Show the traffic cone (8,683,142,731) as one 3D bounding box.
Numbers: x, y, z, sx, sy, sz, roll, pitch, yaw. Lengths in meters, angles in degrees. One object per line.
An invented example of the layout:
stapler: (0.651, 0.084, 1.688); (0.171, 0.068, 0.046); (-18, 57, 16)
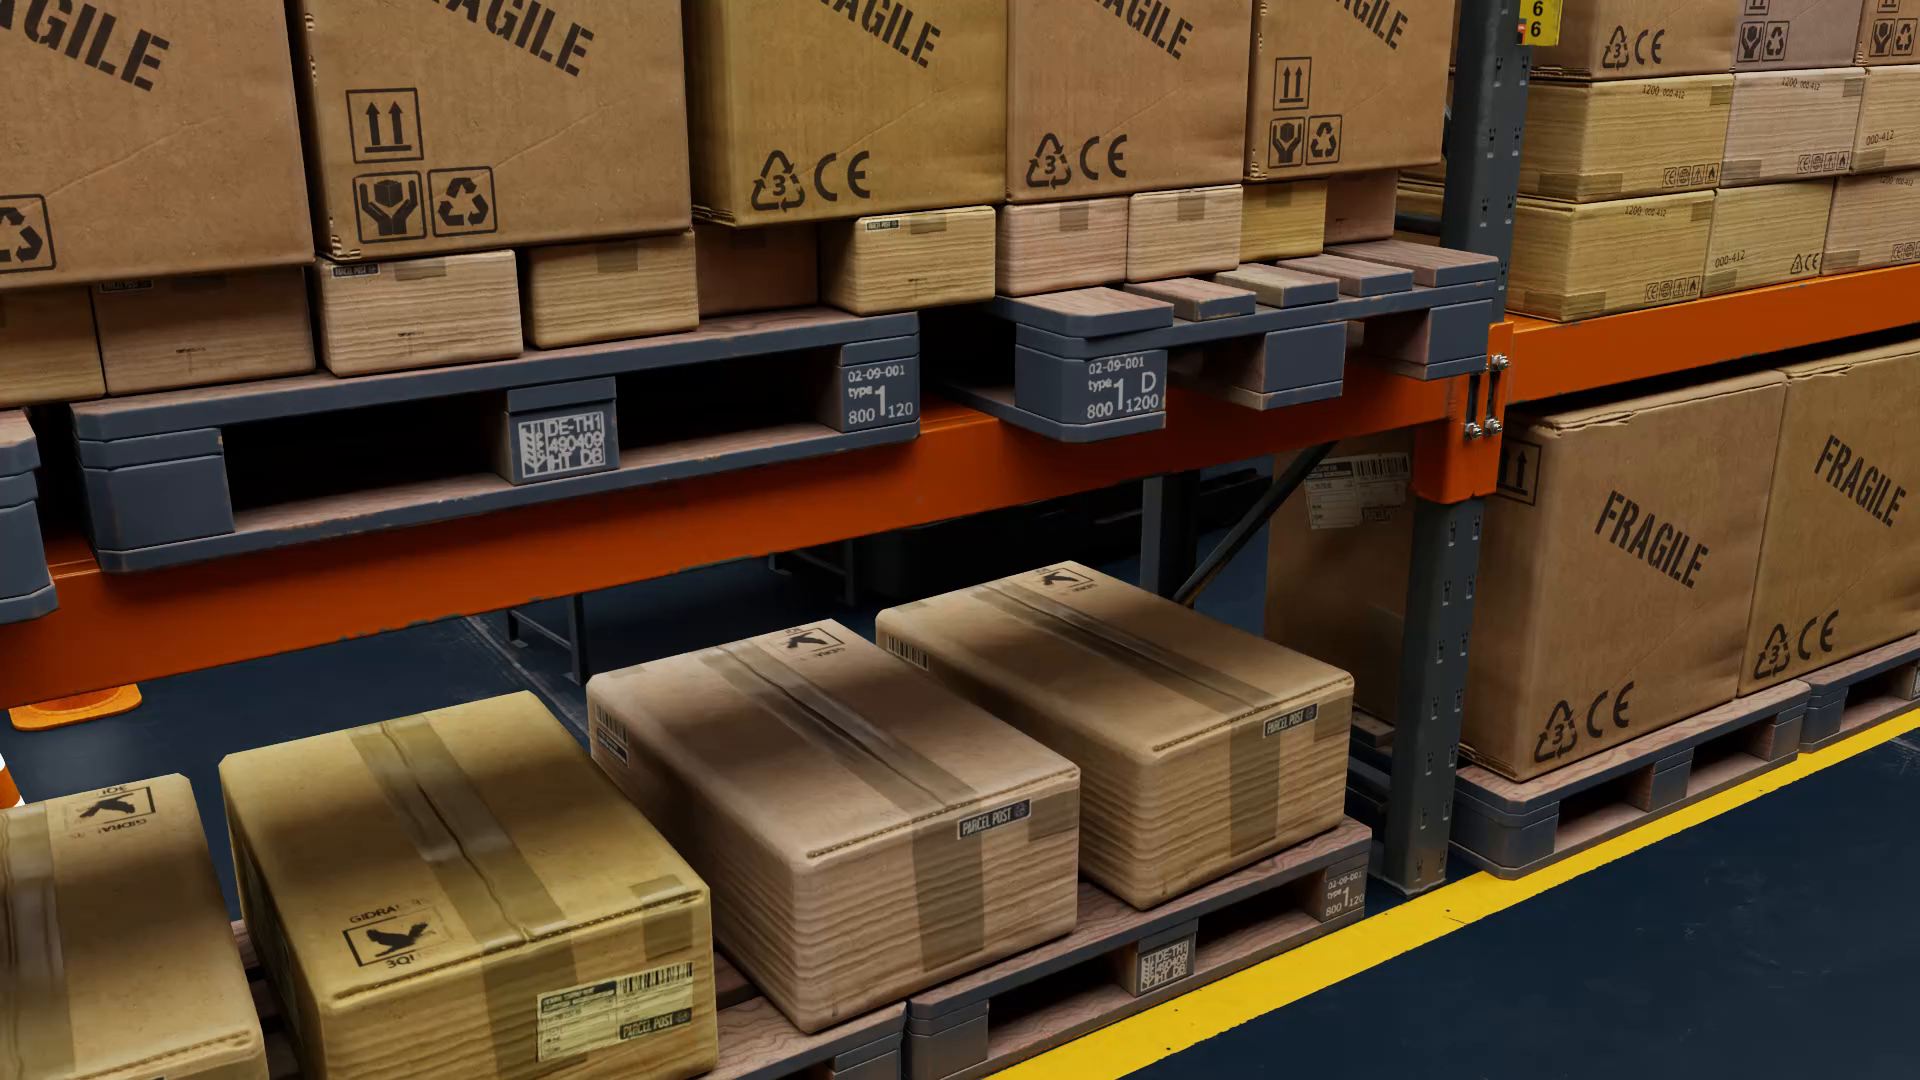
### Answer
traffic cone: (-2.579, 0.254, 4.771); (0.334, 0.463, 0.336); (-12, 22, -31)

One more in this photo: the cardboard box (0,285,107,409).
cardboard box: (-1.256, -0.275, 2.112); (0.250, 0.149, 0.380); (-12, 22, -31)

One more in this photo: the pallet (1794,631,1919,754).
pallet: (2.521, 0.248, 5.183); (1.213, 0.211, 1.003); (-12, 22, -31)

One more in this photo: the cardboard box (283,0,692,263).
cardboard box: (-0.726, -0.695, 2.340); (0.500, 0.500, 0.500); (-13, 23, -34)

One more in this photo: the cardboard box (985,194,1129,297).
cardboard box: (0.075, -0.535, 2.881); (0.250, 0.149, 0.380); (-13, 23, -34)

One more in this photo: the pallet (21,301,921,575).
pallet: (-0.827, -0.291, 2.720); (1.213, 0.211, 1.003); (-12, 22, -31)

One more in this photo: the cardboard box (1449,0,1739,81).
cardboard box: (1.350, -1.284, 3.640); (0.500, 0.500, 0.500); (-13, 22, -33)

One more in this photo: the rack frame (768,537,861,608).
rack frame: (-0.508, -0.547, 5.521); (0.032, 1.500, 0.500); (-15, 24, -38)

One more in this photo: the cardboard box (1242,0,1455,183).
cardboard box: (0.577, -0.974, 3.165); (0.500, 0.500, 0.500); (-13, 22, -33)

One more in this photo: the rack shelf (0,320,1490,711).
rack shelf: (-0.867, -0.048, 2.826); (4.000, 0.370, 1.077); (-12, 22, -31)

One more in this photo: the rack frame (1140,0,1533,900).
rack frame: (0.803, -0.741, 3.753); (0.127, 3.000, 1.000); (-12, 22, -31)

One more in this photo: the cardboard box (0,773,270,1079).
cardboard box: (-1.502, 0.789, 2.675); (0.625, 0.372, 0.950); (-10, 21, -28)

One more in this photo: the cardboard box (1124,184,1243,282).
cardboard box: (0.289, -0.577, 3.006); (0.250, 0.149, 0.380); (-12, 22, -32)

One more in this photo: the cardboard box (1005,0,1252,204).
cardboard box: (0.151, -0.880, 2.887); (0.500, 0.500, 0.500); (-12, 22, -32)

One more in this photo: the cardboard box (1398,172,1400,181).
cardboard box: (1.068, -1.060, 4.150); (0.500, 0.250, 0.500); (-12, 22, -32)

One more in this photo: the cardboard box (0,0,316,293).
cardboard box: (-1.150, -0.601, 2.064); (0.500, 0.500, 0.500); (-12, 22, -32)

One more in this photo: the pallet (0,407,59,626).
pallet: (-1.819, -0.041, 1.983); (1.213, 0.211, 1.003); (-12, 22, -31)

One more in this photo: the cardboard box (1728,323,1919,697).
cardboard box: (2.173, -0.189, 4.782); (0.875, 0.875, 0.875); (-12, 22, -31)

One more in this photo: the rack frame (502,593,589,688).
rack frame: (-1.278, -0.334, 4.892); (0.032, 1.500, 0.500); (-15, 24, -38)

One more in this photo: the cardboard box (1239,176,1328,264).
cardboard box: (0.475, -0.634, 3.172); (0.250, 0.149, 0.380); (-12, 22, -31)

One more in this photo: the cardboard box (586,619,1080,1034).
cardboard box: (-0.286, 0.534, 3.429); (0.625, 0.372, 0.950); (-12, 22, -32)

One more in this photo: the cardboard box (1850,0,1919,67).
cardboard box: (2.199, -1.460, 4.164); (0.500, 0.500, 0.500); (-11, 22, -30)

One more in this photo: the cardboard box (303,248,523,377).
cardboard box: (-0.798, -0.351, 2.337); (0.250, 0.149, 0.380); (-11, 22, -29)

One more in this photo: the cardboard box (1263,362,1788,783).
cardboard box: (1.426, -0.033, 4.320); (0.875, 0.875, 0.875); (-12, 22, -32)

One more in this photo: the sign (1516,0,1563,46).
sign: (1.110, -1.109, 3.156); (0.005, 0.325, 0.100); (-12, 22, -31)

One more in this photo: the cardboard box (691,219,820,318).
cardboard box: (-0.427, -0.472, 2.695); (0.250, 0.149, 0.380); (-12, 22, -31)

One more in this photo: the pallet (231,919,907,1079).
pallet: (-0.868, 0.931, 3.162); (1.213, 0.211, 1.003); (-12, 22, -31)

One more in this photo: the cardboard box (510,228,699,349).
cardboard box: (-0.591, -0.406, 2.499); (0.250, 0.149, 0.380); (-13, 22, -33)

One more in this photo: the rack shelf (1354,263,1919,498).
rack shelf: (2.474, -0.753, 4.910); (4.000, 0.370, 1.077); (-12, 22, -31)

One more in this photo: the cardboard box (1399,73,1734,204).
cardboard box: (1.362, -0.930, 3.766); (0.500, 0.250, 0.500); (-12, 22, -32)

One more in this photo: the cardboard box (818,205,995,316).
cardboard box: (-0.148, -0.483, 2.726); (0.250, 0.149, 0.380); (-11, 22, -30)

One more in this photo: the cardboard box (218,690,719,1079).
cardboard box: (-0.922, 0.666, 3.039); (0.625, 0.372, 0.950); (-11, 22, -30)

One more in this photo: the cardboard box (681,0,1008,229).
cardboard box: (-0.270, -0.791, 2.623); (0.500, 0.500, 0.500); (-14, 23, -35)

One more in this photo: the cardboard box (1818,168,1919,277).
cardboard box: (2.211, -0.875, 4.383); (0.500, 0.250, 0.500); (-11, 22, -30)

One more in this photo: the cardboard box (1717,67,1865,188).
cardboard box: (1.795, -1.021, 4.034); (0.500, 0.250, 0.500); (-11, 22, -30)

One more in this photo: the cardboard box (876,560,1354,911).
cardboard box: (0.326, 0.402, 3.820); (0.625, 0.372, 0.950); (-14, 23, -35)

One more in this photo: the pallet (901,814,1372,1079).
pallet: (0.150, 0.717, 3.794); (1.213, 0.211, 1.003); (-12, 22, -31)

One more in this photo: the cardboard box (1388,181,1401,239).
cardboard box: (1.083, -0.829, 4.246); (0.500, 0.250, 0.500); (-13, 23, -33)

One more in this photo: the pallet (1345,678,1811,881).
pallet: (1.503, 0.461, 4.551); (1.213, 0.211, 1.003); (-12, 22, -31)

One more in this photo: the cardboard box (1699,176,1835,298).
cardboard box: (1.770, -0.784, 4.115); (0.500, 0.250, 0.500); (-13, 22, -33)

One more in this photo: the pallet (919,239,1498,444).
pallet: (0.267, -0.496, 3.328); (1.003, 0.211, 1.213); (-12, 22, -31)

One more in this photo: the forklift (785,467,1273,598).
forklift: (0.616, -1.558, 6.278); (3.031, 2.935, 1.130); (-15, 24, -38)

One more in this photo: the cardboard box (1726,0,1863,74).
cardboard box: (1.759, -1.373, 3.907); (0.500, 0.500, 0.500); (-12, 22, -31)

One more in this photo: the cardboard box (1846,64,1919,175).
cardboard box: (2.218, -1.105, 4.284); (0.500, 0.250, 0.500); (-12, 22, -32)

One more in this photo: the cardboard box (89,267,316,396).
cardboard box: (-1.049, -0.318, 2.240); (0.250, 0.149, 0.380); (-12, 22, -31)

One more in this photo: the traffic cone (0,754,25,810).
traffic cone: (-2.272, 0.572, 3.829); (0.334, 0.463, 0.336); (-12, 22, -31)

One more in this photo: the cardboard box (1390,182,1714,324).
cardboard box: (1.351, -0.689, 3.833); (0.500, 0.250, 0.500); (-12, 22, -32)

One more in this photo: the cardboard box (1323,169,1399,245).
cardboard box: (0.659, -0.700, 3.369); (0.250, 0.149, 0.380); (-11, 22, -29)

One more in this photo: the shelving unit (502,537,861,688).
shelving unit: (-0.893, -0.441, 5.206); (1.048, 1.500, 0.538); (-15, 24, -38)
